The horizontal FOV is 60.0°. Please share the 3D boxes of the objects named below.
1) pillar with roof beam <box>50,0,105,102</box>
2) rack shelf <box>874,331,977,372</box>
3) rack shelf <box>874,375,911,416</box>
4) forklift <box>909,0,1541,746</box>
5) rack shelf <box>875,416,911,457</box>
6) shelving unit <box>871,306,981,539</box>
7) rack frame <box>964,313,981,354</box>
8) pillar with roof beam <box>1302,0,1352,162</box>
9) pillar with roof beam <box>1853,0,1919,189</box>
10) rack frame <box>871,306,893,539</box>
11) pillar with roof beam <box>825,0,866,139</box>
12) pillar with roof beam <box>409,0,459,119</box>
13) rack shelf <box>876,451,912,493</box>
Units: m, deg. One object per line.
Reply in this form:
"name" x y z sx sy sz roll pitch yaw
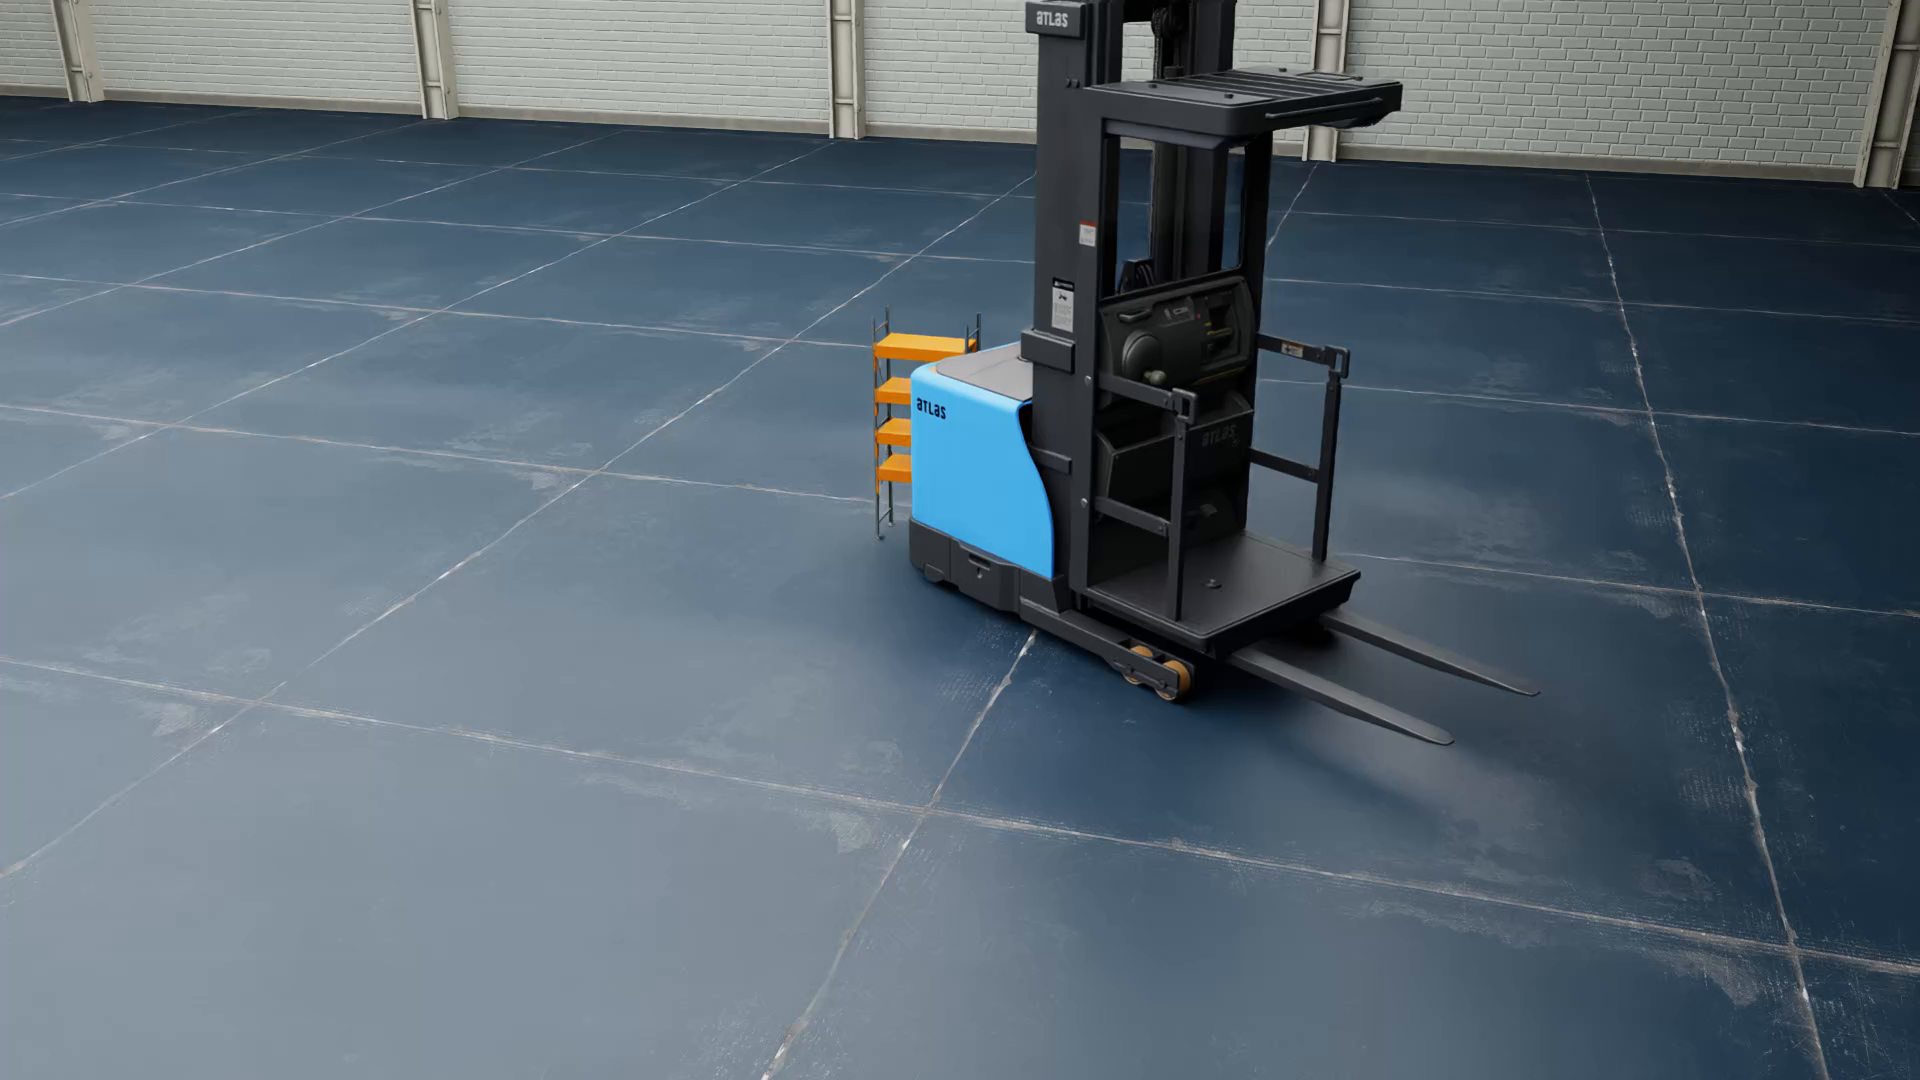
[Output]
"pillar with roof beam" -14.177 -9.119 19.143 0.400 9.000 9.100 7 23 16
"rack shelf" -0.171 -0.942 8.450 0.480 0.148 0.258 7 23 15
"rack shelf" -0.171 -0.723 8.540 0.480 0.148 0.258 7 23 15
"forklift" 1.095 -0.889 7.075 1.130 2.935 3.031 -18 29 -38
"rack shelf" -0.171 -0.516 8.625 0.480 0.148 0.258 7 23 15
"shelving unit" -0.171 -0.578 8.599 0.503 1.200 0.258 7 23 15
"rack frame" 0.063 -0.552 8.534 0.015 1.200 0.240 7 23 15
"pillar with roof beam" 3.055 -7.146 14.332 0.400 9.000 9.100 7 23 16
"pillar with roof beam" 8.799 -6.488 12.729 0.400 9.000 9.100 7 23 16
"rack frame" -0.404 -0.605 8.664 0.015 1.200 0.240 7 23 15
"pillar with roof beam" -2.689 -7.803 15.936 0.400 9.000 9.100 7 23 16
"pillar with roof beam" -8.433 -8.461 17.539 0.400 9.000 9.100 7 23 16
"rack shelf" -0.171 -0.332 8.700 0.480 0.148 0.258 7 23 15
